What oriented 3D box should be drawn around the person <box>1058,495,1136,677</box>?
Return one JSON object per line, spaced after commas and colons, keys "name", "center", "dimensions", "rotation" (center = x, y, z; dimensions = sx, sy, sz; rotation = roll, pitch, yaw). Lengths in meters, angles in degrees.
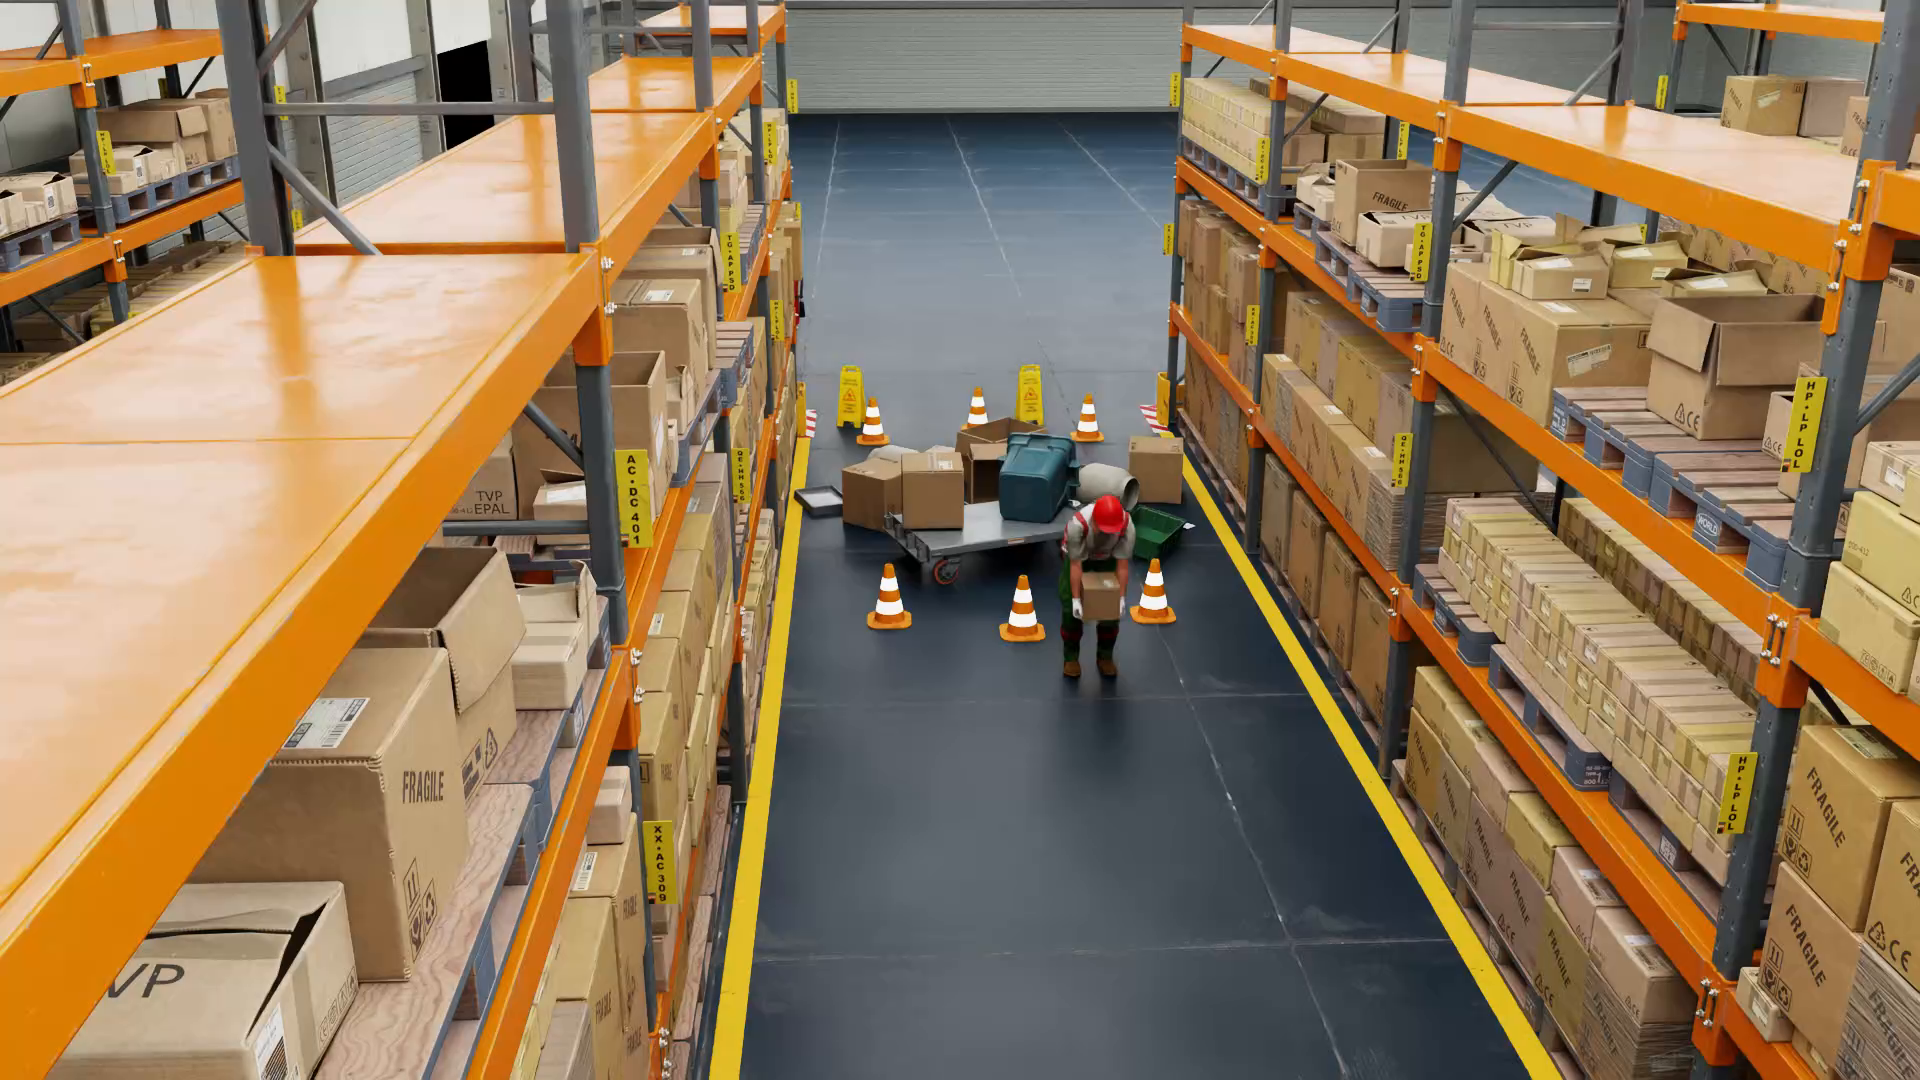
{"name": "person", "center": [0.947, 0.302, 11.527], "dimensions": [0.492, 1.478, 0.851], "rotation": [-2, 20, -4]}
